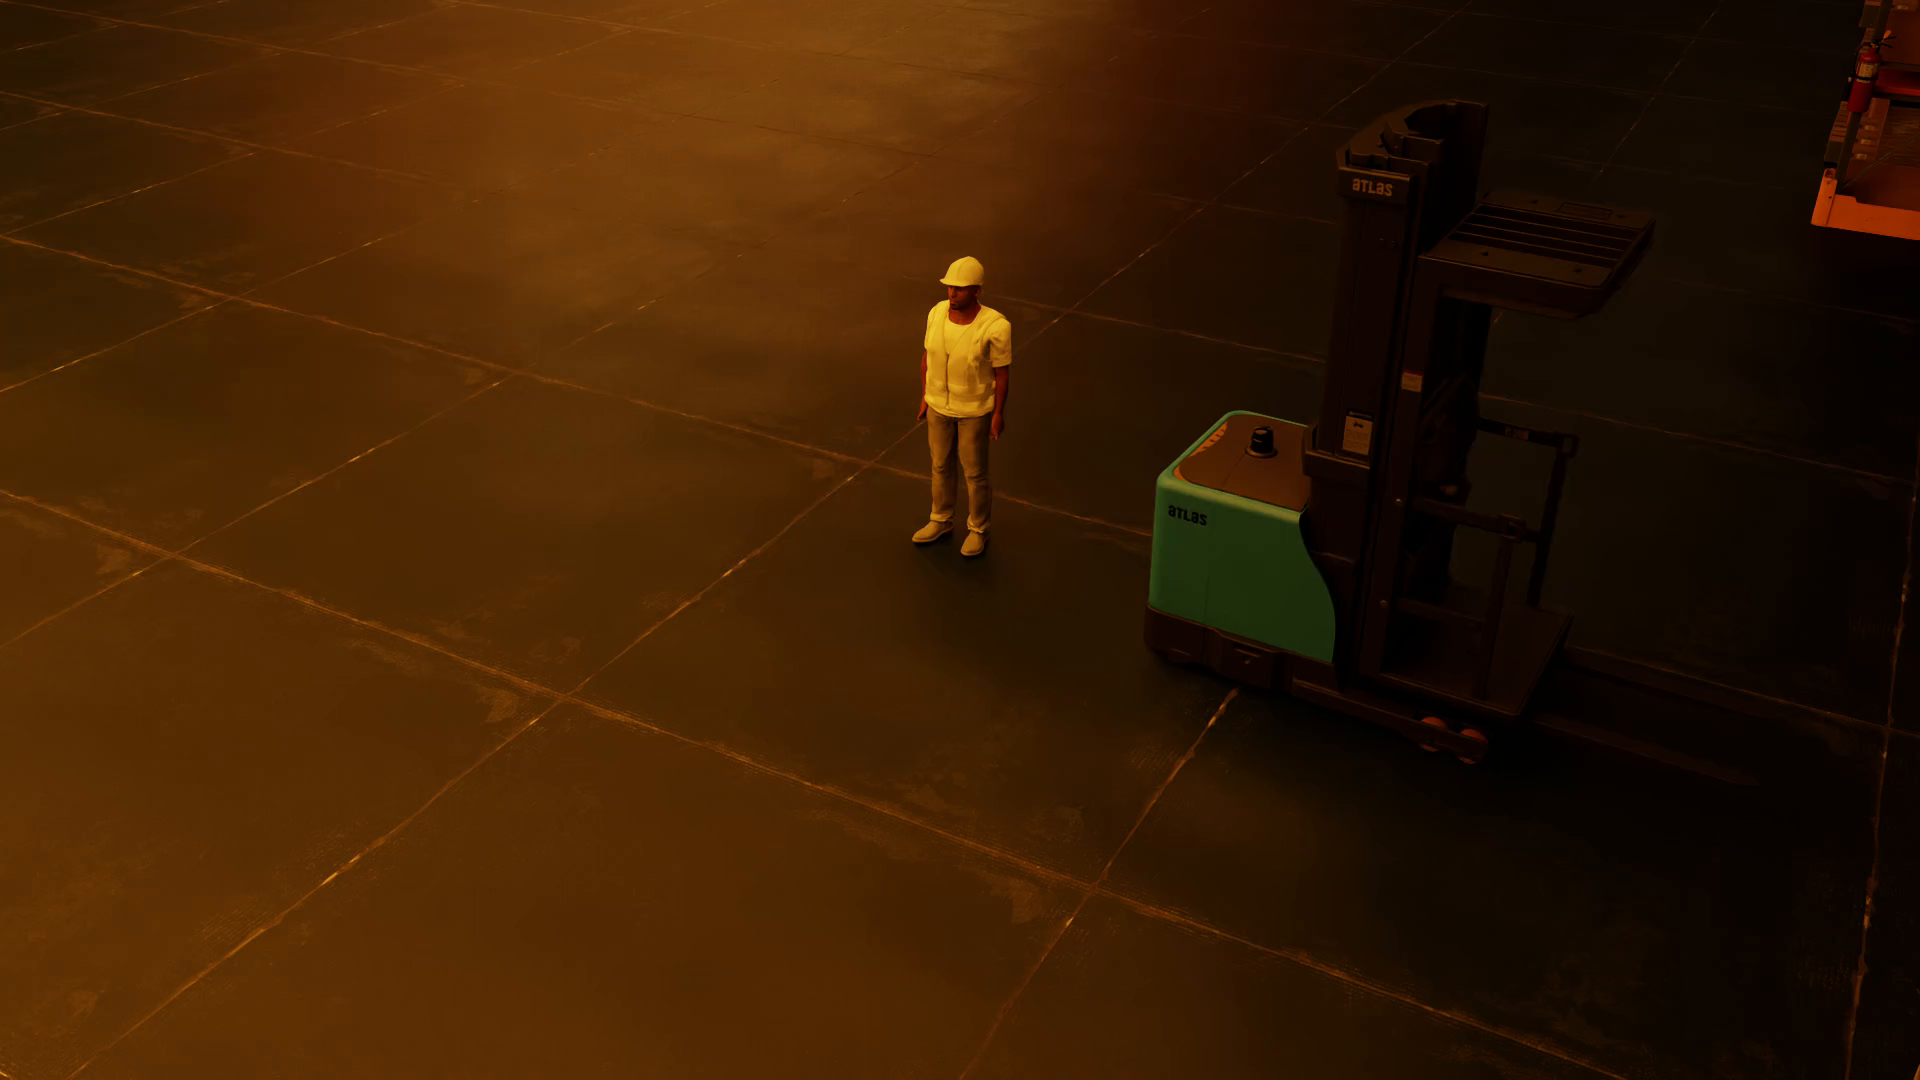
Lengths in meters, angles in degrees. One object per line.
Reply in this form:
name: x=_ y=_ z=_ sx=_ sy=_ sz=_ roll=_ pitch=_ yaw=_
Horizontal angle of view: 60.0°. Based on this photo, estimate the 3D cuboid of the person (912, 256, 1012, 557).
person: x=0.003 y=-0.764 z=9.562 sx=0.556 sy=1.770 sz=0.395 roll=15 pitch=33 yaw=25

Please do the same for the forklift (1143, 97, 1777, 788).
forklift: x=2.510 y=-0.482 z=7.906 sx=3.031 sy=2.935 sz=1.130 roll=17 pitch=34 yaw=27
